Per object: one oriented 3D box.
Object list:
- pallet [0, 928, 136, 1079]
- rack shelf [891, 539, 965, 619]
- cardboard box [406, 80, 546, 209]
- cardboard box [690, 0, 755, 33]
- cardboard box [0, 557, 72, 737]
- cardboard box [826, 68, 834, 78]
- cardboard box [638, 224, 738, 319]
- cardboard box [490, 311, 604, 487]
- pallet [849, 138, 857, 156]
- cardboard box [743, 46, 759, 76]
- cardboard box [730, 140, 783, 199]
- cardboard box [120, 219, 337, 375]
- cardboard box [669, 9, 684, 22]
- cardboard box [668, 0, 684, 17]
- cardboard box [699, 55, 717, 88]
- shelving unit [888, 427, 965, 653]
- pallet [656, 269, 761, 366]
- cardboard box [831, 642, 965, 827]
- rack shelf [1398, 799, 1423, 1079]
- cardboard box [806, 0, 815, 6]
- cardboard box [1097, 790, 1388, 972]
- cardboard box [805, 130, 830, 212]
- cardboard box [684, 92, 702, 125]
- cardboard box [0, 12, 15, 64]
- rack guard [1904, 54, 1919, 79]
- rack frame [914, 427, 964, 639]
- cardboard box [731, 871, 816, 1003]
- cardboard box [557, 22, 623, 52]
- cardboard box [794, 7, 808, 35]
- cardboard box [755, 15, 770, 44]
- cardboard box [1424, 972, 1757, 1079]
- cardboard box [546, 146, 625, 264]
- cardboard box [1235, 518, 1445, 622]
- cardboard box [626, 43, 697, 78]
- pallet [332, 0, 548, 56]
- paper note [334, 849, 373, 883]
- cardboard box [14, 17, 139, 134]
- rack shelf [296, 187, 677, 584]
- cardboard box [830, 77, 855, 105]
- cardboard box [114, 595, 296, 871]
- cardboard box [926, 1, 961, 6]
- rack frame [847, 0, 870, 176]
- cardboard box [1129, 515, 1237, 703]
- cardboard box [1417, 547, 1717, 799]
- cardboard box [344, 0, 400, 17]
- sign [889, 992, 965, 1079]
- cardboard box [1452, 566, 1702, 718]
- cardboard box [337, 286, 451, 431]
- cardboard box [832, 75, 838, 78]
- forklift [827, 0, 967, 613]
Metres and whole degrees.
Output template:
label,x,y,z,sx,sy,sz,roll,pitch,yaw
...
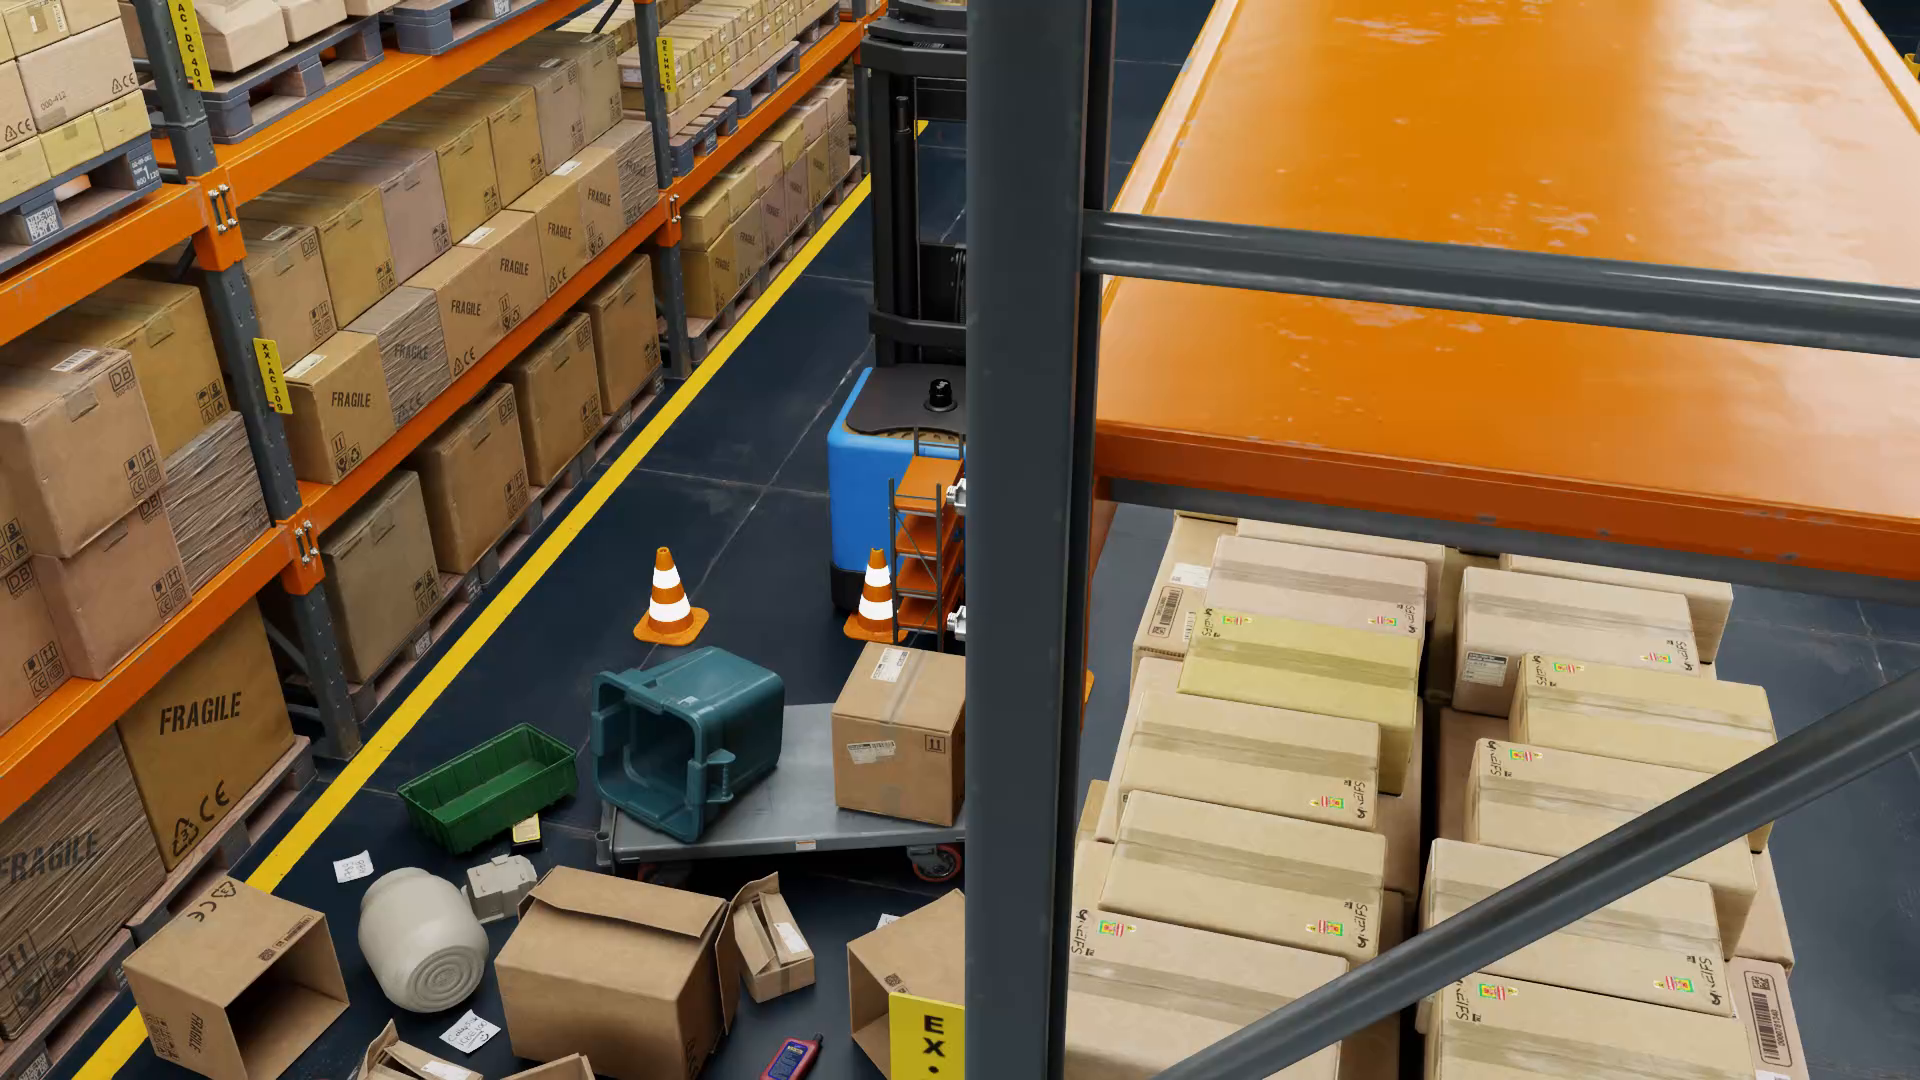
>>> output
label,x,y,z,sx,sy,sz,roll,pitch,yaw
pallet,-3.872,1.864,6.192,1.003,0.211,1.213,8,33,12
rack shelf,-0.153,0.171,8.058,0.258,0.148,0.480,7,33,10
cardboard box,-2.659,-2.111,8.820,0.700,0.500,0.500,8,33,12
cardboard box,-1.644,-3.626,11.516,0.380,0.149,0.250,9,34,14
cardboard box,-3.746,0.350,5.833,0.875,0.550,0.550,8,33,12
cardboard box,-1.344,-4.197,14.837,0.380,0.149,0.250,8,33,12
cardboard box,-1.855,-1.863,11.392,0.500,0.500,0.500,7,33,10
cardboard box,-2.741,-0.878,9.610,1.050,0.750,0.750,9,33,13
pallet,-1.129,-3.660,14.881,1.003,0.211,1.213,8,33,12
cardboard box,-1.637,-3.372,11.671,0.380,0.149,0.250,8,33,13
cardboard box,-1.605,-2.690,11.995,0.500,0.250,0.500,8,33,13
cardboard box,-3.175,-1.055,7.158,0.700,0.500,0.500,7,33,12
cardboard box,-2.205,-3.727,11.952,0.380,0.149,0.250,7,33,11
cardboard box,-2.203,-3.853,11.872,0.380,0.149,0.250,9,34,14
cardboard box,-1.832,-3.108,10.978,0.380,0.149,0.250,7,33,11
shelving unit,-0.153,0.114,8.022,0.258,1.200,0.503,7,33,10
pallet,-2.081,-1.636,11.697,1.003,0.211,1.213,8,33,12
cardboard box,-0.212,0.798,6.893,0.500,0.500,0.500,8,33,12
rack shelf,1.010,0.365,3.825,1.077,0.370,4.000,8,33,12
cardboard box,-1.307,-4.182,12.667,0.380,0.149,0.250,9,34,14
cardboard box,0.406,0.524,2.394,0.380,0.149,0.250,9,33,13
cardboard box,-1.340,-2.921,13.058,0.500,0.500,0.500,7,33,11
cardboard box,-1.904,-2.823,10.807,0.380,0.149,0.250,10,34,15
cardboard box,-3.209,-1.553,5.178,0.380,0.149,0.250,8,33,12
rack guard,9.346,-4.170,15.413,1.175,0.500,0.348,8,33,12
rack frame,-0.102,-0.014,8.223,0.240,1.200,0.015,7,33,10
cardboard box,-0.765,1.574,6.597,0.258,0.266,0.396,-14,35,-21
cardboard box,-2.467,-3.313,11.023,0.380,0.149,0.250,9,34,14
cardboard box,-1.369,-3.928,12.545,0.380,0.149,0.250,6,33,10
cardboard box,-1.574,-3.637,11.811,0.380,0.149,0.250,9,34,14
cardboard box,0.790,0.712,2.099,0.380,0.149,0.250,8,33,12
cardboard box,-2.263,-1.921,9.453,0.500,0.500,0.500,8,33,12
cardboard box,0.728,0.007,3.208,0.380,0.149,0.250,7,33,11
cardboard box,-1.910,-3.083,10.662,0.380,0.149,0.250,7,33,11
pallet,-2.674,-2.672,8.107,1.003,0.211,1.213,10,34,15
paper note,-2.591,1.393,7.100,0.147,0.020,0.142,-14,35,-21
cardboard box,-3.172,-1.589,5.606,0.500,0.250,0.500,8,33,12
rack shelf,-2.788,-1.067,8.872,1.077,0.370,4.000,8,33,12
cardboard box,-0.978,-3.859,14.306,0.380,0.149,0.250,9,34,14
cardboard box,-3.523,0.704,7.005,0.875,0.875,0.875,9,33,13
cardboard box,-0.202,-5.201,16.417,0.380,0.149,0.250,7,33,11
rack frame,-1.266,-4.484,13.577,1.000,3.000,0.127,8,33,12
cardboard box,0.628,0.204,3.270,0.500,0.250,0.500,9,34,14
cardboard box,1.132,0.281,3.149,0.500,0.250,0.500,9,34,14
cardboard box,-2.689,-2.403,7.258,0.380,0.149,0.250,8,33,12
sign,-0.029,0.639,1.897,0.100,0.325,0.005,8,33,12
cardboard box,1.068,0.196,2.910,0.380,0.149,0.250,8,33,12
cardboard box,-2.775,-0.873,7.804,0.500,0.500,0.500,8,33,13
cardboard box,-1.227,-4.190,15.104,0.380,0.149,0.250,8,33,13
forklift,0.125,-1.568,9.054,1.130,2.935,3.031,6,33,10
